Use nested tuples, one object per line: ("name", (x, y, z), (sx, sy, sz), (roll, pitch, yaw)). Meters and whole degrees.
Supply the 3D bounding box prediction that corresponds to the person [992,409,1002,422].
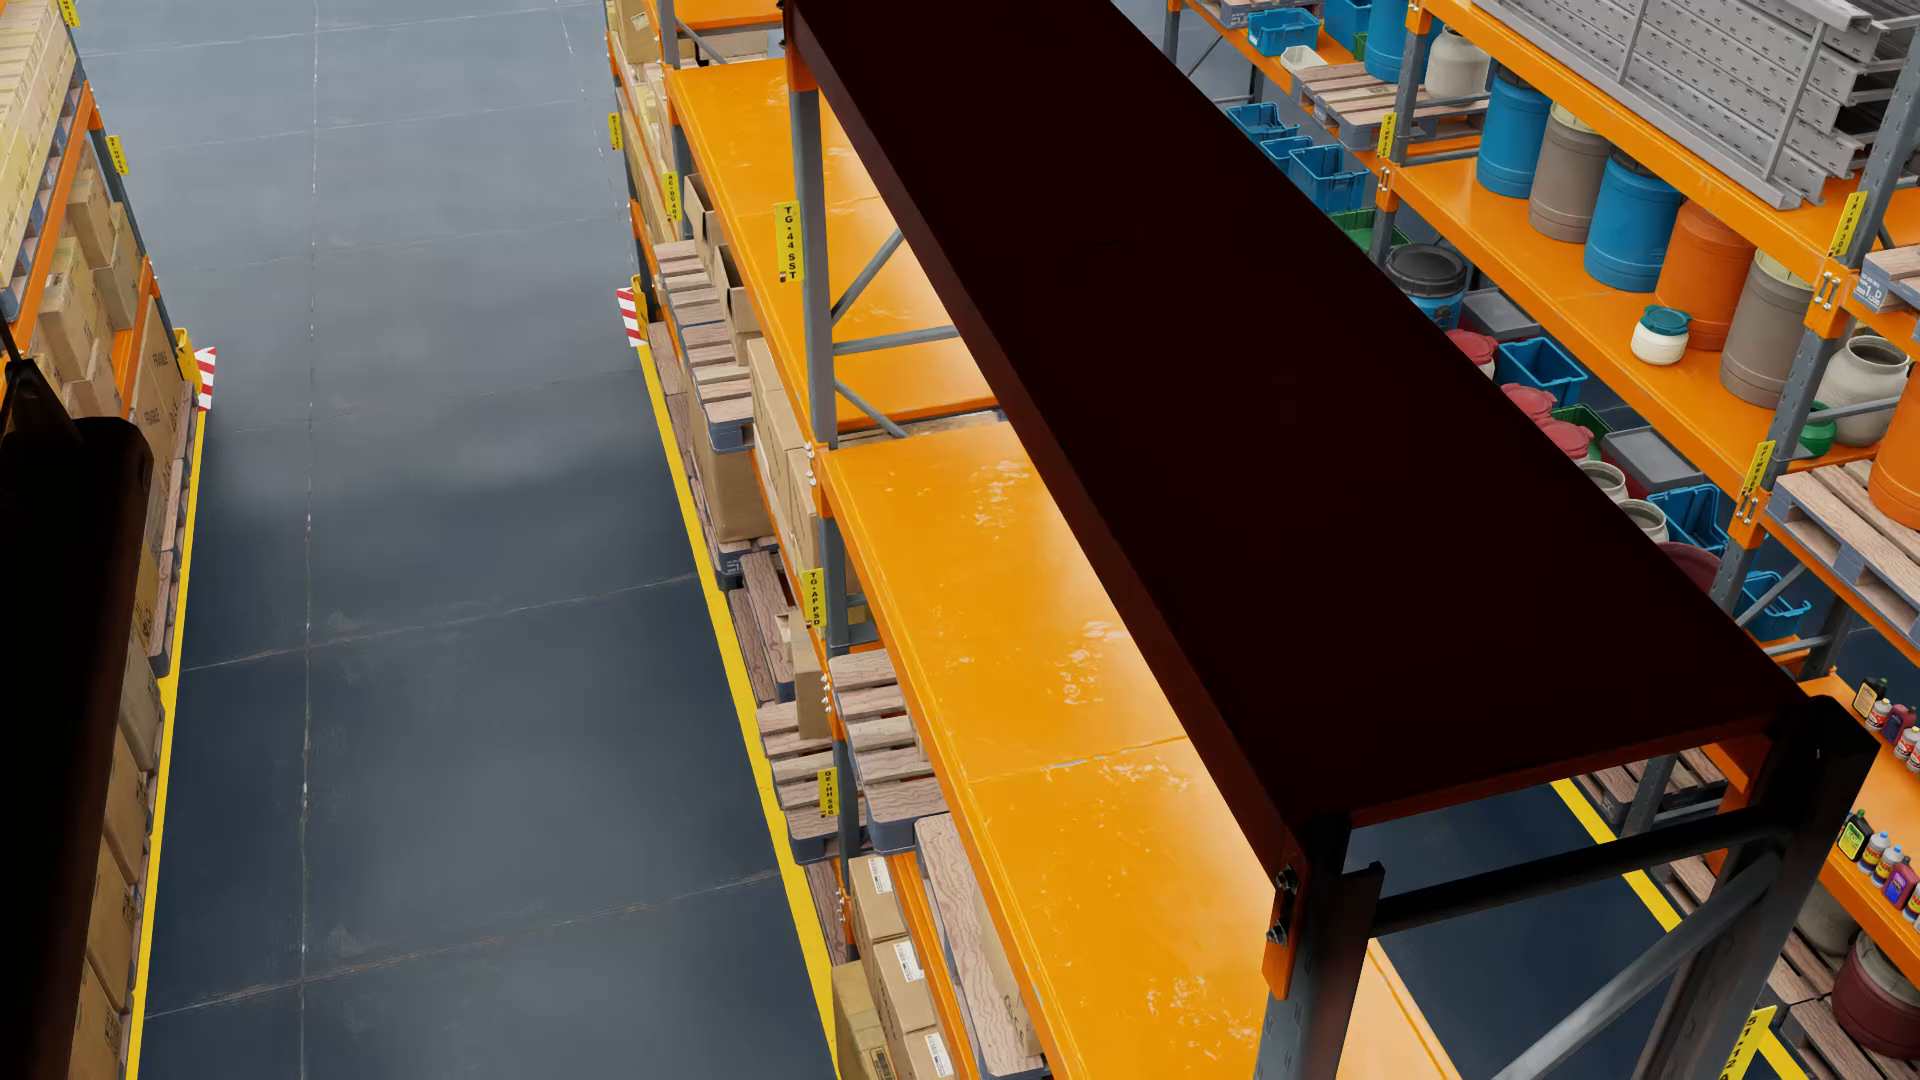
("person", (0.246, -1.257, 13.015), (0.637, 1.759, 0.598), (-23, 44, -27))
